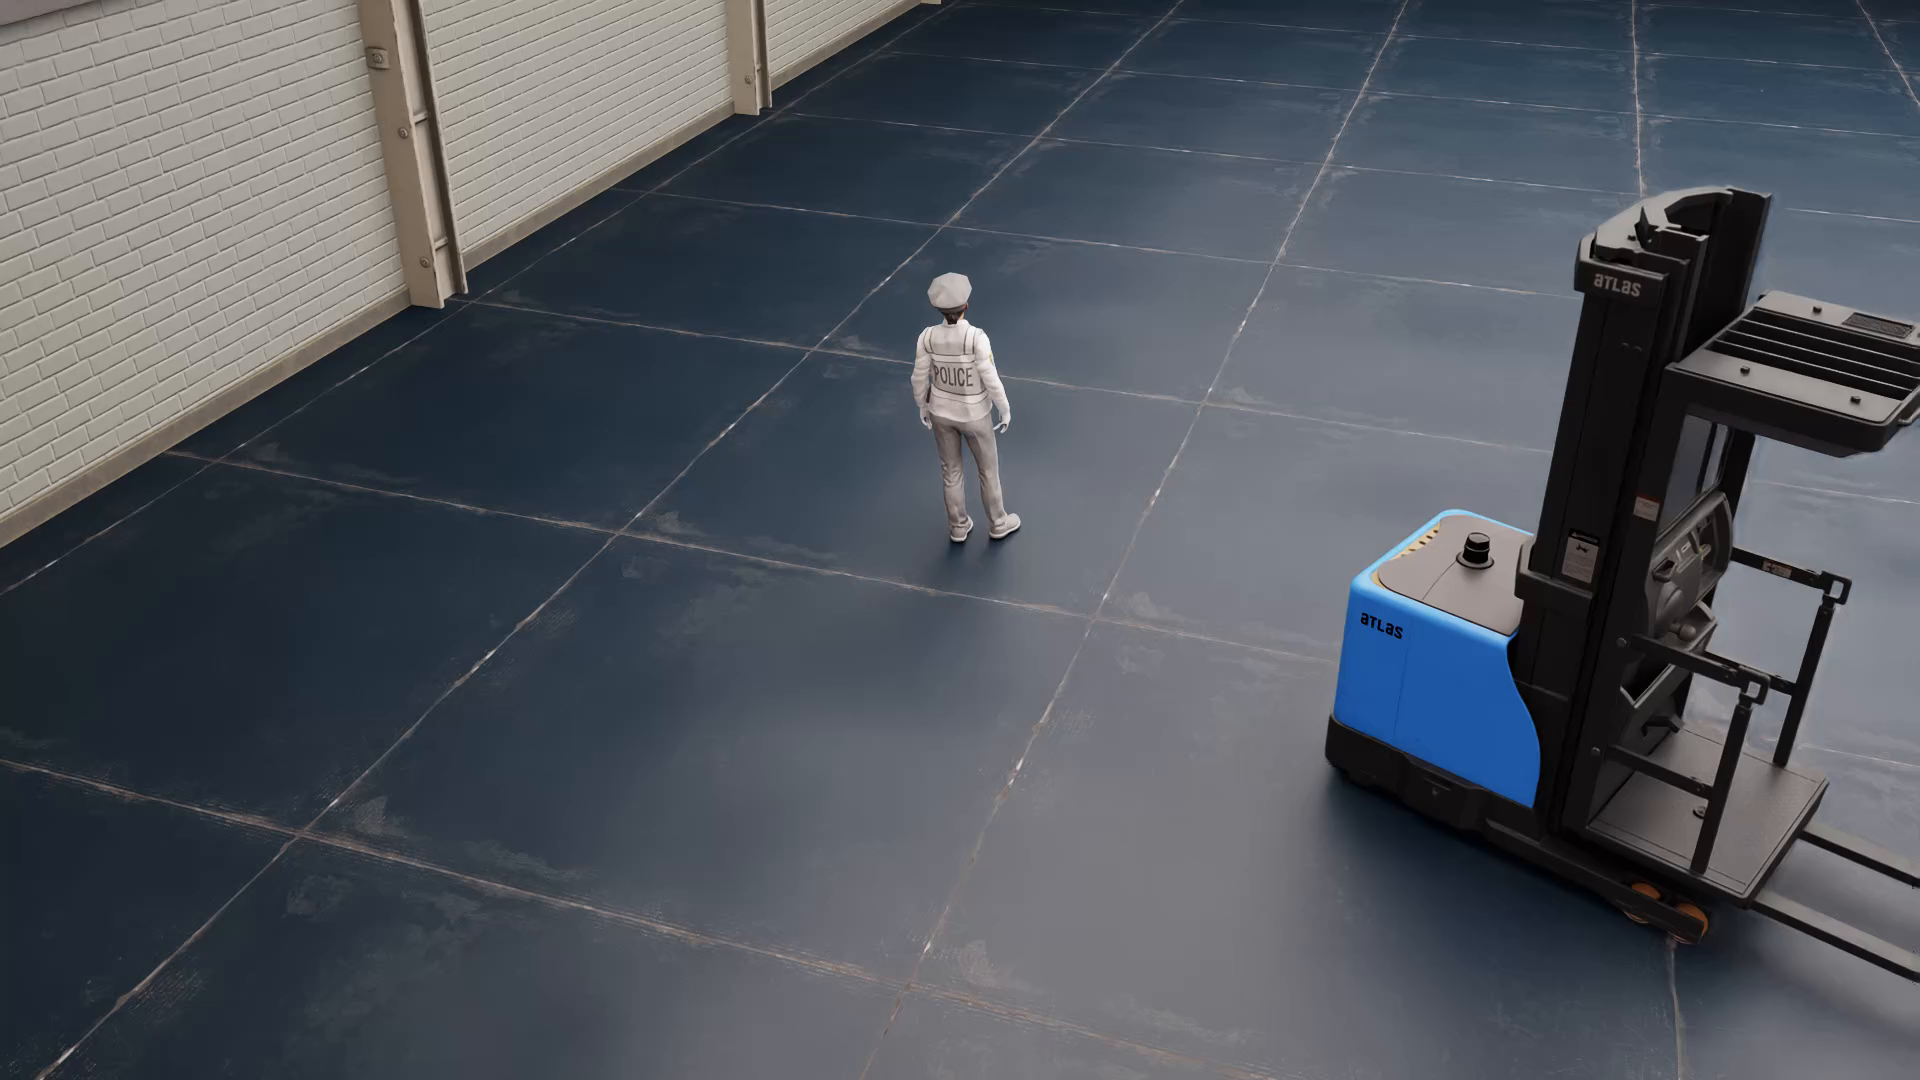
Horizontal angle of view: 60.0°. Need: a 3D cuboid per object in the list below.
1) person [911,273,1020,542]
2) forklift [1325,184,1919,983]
[{"bbox_3d":[0.029,-0.773,9.728,0.587,1.694,0.530,10,31,16],"label":"person"},{"bbox_3d":[3.215,0.150,6.873,3.031,2.935,1.130,24,37,35],"label":"forklift"}]
